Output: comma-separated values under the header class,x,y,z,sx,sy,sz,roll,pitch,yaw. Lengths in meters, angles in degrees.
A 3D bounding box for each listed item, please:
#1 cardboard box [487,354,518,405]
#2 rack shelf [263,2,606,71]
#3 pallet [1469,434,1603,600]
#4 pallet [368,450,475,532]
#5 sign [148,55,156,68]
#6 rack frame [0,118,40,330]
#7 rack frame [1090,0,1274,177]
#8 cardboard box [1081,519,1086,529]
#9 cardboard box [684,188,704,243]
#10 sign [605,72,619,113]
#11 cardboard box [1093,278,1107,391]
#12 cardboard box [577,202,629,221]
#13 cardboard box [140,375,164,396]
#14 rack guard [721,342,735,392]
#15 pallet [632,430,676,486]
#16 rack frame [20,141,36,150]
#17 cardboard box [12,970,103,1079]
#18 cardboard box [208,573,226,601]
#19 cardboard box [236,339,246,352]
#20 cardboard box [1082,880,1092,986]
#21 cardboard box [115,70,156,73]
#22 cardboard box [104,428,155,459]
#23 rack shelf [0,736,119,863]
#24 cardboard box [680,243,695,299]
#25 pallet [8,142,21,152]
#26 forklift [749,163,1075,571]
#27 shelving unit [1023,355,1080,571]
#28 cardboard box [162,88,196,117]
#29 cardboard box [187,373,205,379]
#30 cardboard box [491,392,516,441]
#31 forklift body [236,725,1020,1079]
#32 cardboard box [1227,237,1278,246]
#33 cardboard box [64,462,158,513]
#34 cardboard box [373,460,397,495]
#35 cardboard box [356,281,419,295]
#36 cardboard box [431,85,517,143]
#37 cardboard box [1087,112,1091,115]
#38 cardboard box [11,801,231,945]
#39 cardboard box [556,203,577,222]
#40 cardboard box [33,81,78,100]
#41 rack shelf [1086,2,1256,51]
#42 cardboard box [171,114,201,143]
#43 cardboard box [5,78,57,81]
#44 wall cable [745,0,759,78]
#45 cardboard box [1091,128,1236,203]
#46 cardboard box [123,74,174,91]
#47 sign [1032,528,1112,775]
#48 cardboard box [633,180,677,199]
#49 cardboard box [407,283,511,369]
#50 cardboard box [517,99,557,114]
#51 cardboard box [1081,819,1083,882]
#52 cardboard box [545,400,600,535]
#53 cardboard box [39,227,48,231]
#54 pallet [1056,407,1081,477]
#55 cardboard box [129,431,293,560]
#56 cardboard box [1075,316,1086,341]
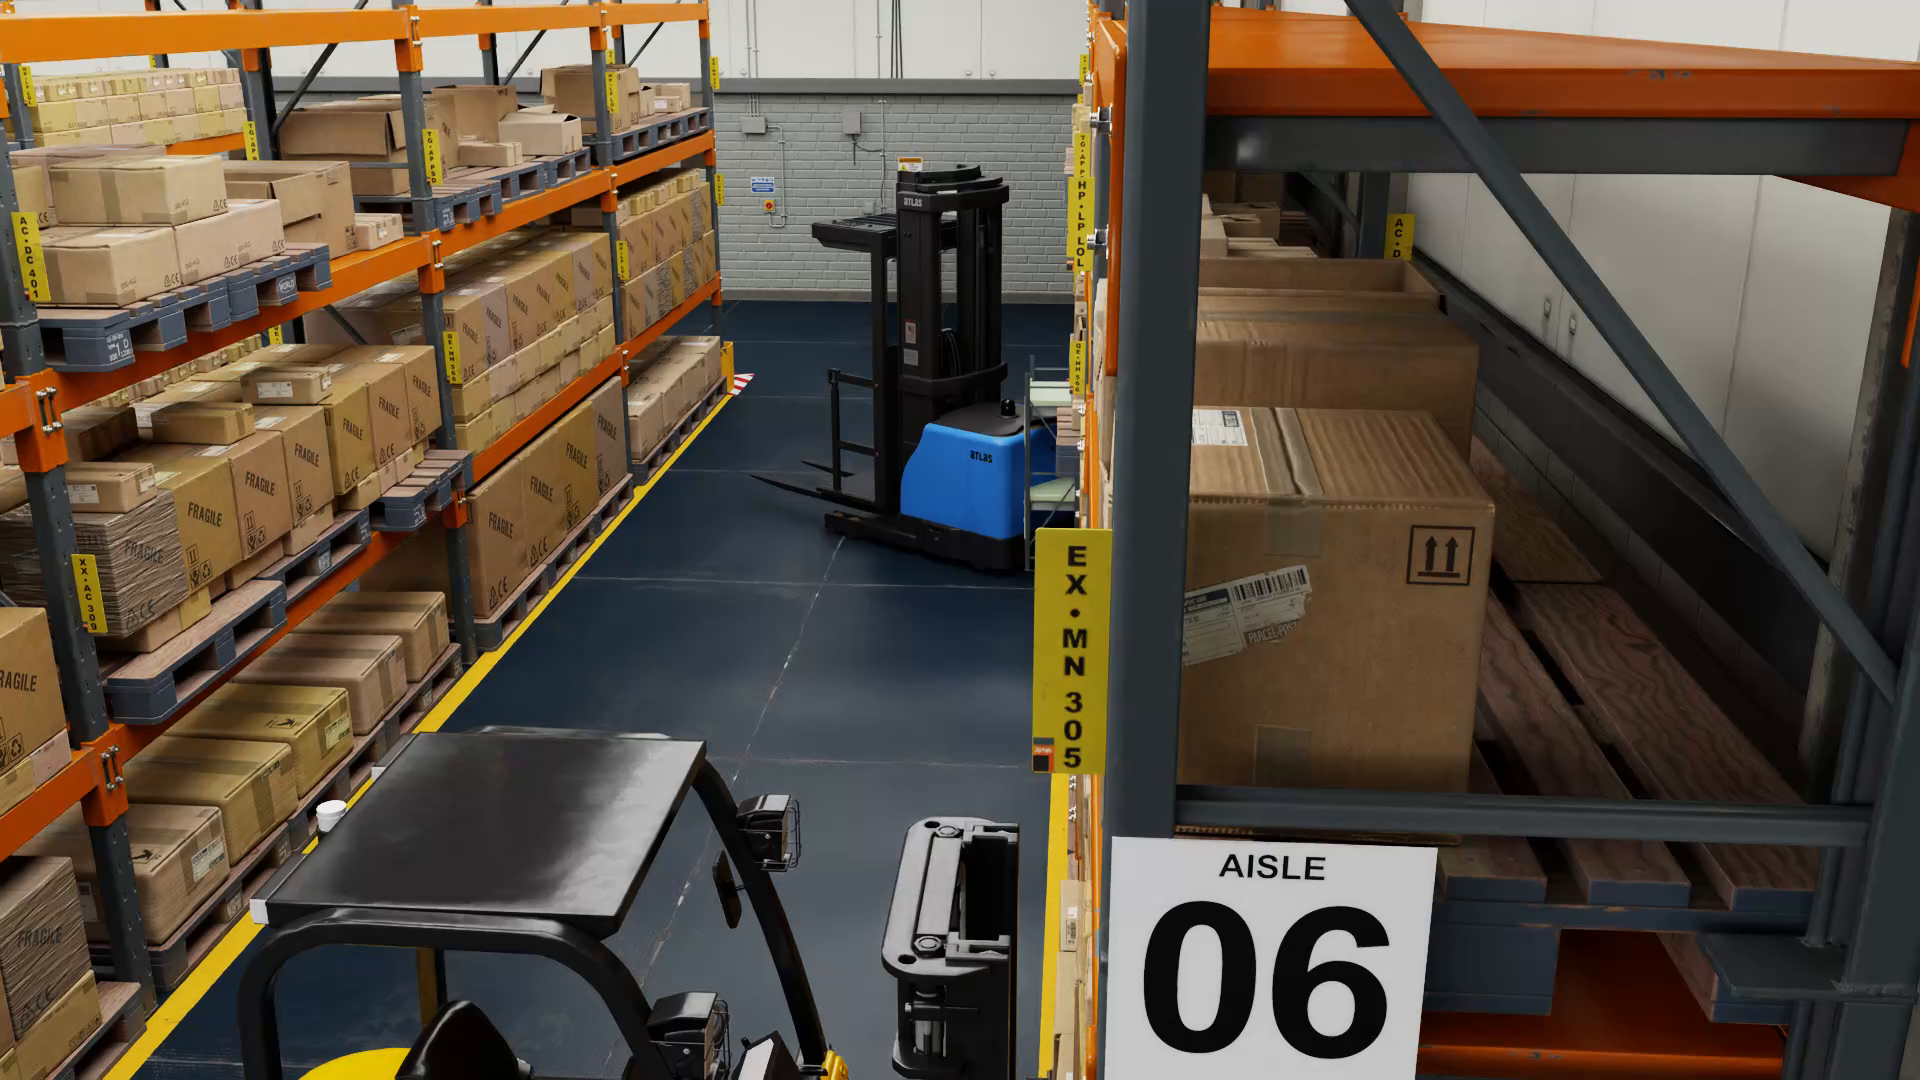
class,x,y,z,sx,sy,sz,roll,pitch,yaw
cardboard box,-3.375,-1.107,11.421,0.500,0.250,0.500,2,18,5
rack shelf,-3.553,-3.568,11.658,1.077,0.370,4.000,1,18,4
pallet,0.843,-0.016,3.979,1.003,0.211,1.213,1,18,4
pallet,-3.641,-0.313,9.869,1.213,0.211,1.003,1,18,4
sign,-8.608,-5.044,17.780,0.100,0.325,0.005,1,18,4
rack frame,-3.983,-2.236,5.796,1.000,3.000,0.127,1,18,4
rack frame,1.255,-3.369,9.253,1.000,3.000,0.127,1,18,4
cardboard box,0.728,0.017,7.351,0.380,0.149,0.250,1,18,2
cardboard box,-2.928,-3.317,16.963,0.500,0.500,0.500,1,18,4
sign,-2.867,-3.682,13.689,0.100,0.325,0.005,1,18,4
cardboard box,0.666,-0.653,5.090,0.500,0.311,0.500,2,18,5
cardboard box,-3.125,-2.873,14.566,0.380,0.149,0.250,2,18,5
cardboard box,-7.979,-1.502,16.138,0.380,0.149,0.250,2,18,5
rack guard,-3.121,-1.932,18.517,1.175,0.500,0.348,1,18,4
pallet,-3.277,-0.779,15.463,1.003,0.211,1.213,1,18,4
rack frame,-8.354,-1.949,14.555,1.000,3.000,0.127,1,18,4
cardboard box,-3.757,1.911,6.515,0.500,0.250,0.500,2,18,6
cardboard box,-3.657,0.203,7.717,0.380,0.149,0.250,2,18,7
cardboard box,-7.928,-2.072,17.879,0.380,0.149,0.250,2,18,5
cardboard box,0.489,0.955,4.012,0.380,0.149,0.250,2,18,5
cardboard box,-8.446,-4.716,16.978,0.380,0.149,0.250,1,18,4
cardboard box,-4.101,-0.237,8.016,0.500,0.500,0.500,2,18,6
rack shelf,-4.126,1.577,4.947,1.077,0.370,4.000,1,18,4
cardboard box,-2.971,-2.689,16.651,0.500,0.500,0.500,2,18,6
pallet,-8.504,-3.096,13.539,1.213,0.211,1.003,1,18,4
forklift,-0.473,-1.521,13.358,3.031,2.935,1.130,15,23,39
shelving unit,0.713,-0.590,12.585,0.431,1.500,0.755,1,17,5
cardboard box,-7.921,-4.317,16.400,0.500,0.250,0.500,2,18,5
cardboard box,-7.917,-1.606,16.932,0.380,0.149,0.250,2,18,7
cardboard box,-3.391,-0.863,11.480,0.500,0.250,0.500,1,18,2
forklift body,-1.002,1.740,4.658,2.313,2.155,1.214,1,18,4
cardboard box,1.123,-1.169,6.924,0.380,0.149,0.250,1,18,4
cardboard box,-3.596,-0.220,6.924,0.380,0.149,0.250,1,18,4
cardboard box,-3.431,-0.359,9.430,0.380,0.149,0.250,0,18,1
cardboard box,-3.891,-1.476,11.345,0.500,0.500,0.500,2,18,5
cardboard box,-3.762,-3.275,12.950,0.500,0.500,0.500,1,18,3
cardboard box,1.122,-3.049,12.183,0.380,0.149,0.250,2,18,5
cardboard box,-3.948,1.501,7.572,0.950,0.372,0.625,2,18,5
cardboard box,-3.577,-2.883,14.597,0.380,0.149,0.250,2,18,5
cardboard box,-8.077,-3.978,14.728,0.380,0.149,0.250,1,18,3
rack shelf,1.398,-3.458,11.323,1.077,0.370,4.000,1,18,4
cardboard box,-7.914,-4.086,16.500,0.500,0.250,0.500,2,18,6
cardboard box,-8.537,-4.158,15.275,0.380,0.149,0.250,1,18,2
wall cable,-2.996,-7.736,22.581,0.463,3.000,0.029,1,18,4
cardboard box,1.024,-1.860,8.469,0.700,0.500,0.500,1,18,3
cardboard box,-7.921,-4.466,16.216,0.380,0.149,0.250,2,18,5
sign,0.141,0.141,2.062,0.100,0.325,0.005,1,18,4
cardboard box,-2.985,-3.430,16.265,0.380,0.149,0.250,2,18,5
cardboard box,-3.391,-1.453,11.272,0.500,0.500,0.500,1,18,4
cardboard box,-3.683,-3.684,14.413,0.396,0.266,0.258,2,18,6
cardboard box,0.655,0.971,5.483,0.500,0.500,0.500,2,18,5
cardboard box,-3.431,-0.585,13.129,0.875,0.875,0.875,2,18,6
cardboard box,-4.085,-1.124,6.785,0.500,0.250,0.500,1,18,3
pallet,1.234,-0.639,10.864,1.213,0.211,1.003,1,18,4
cardboard box,-3.579,-0.222,7.971,0.500,0.500,0.500,1,18,4
cardboard box,1.188,-1.278,11.666,0.797,0.503,0.637,1,18,3
